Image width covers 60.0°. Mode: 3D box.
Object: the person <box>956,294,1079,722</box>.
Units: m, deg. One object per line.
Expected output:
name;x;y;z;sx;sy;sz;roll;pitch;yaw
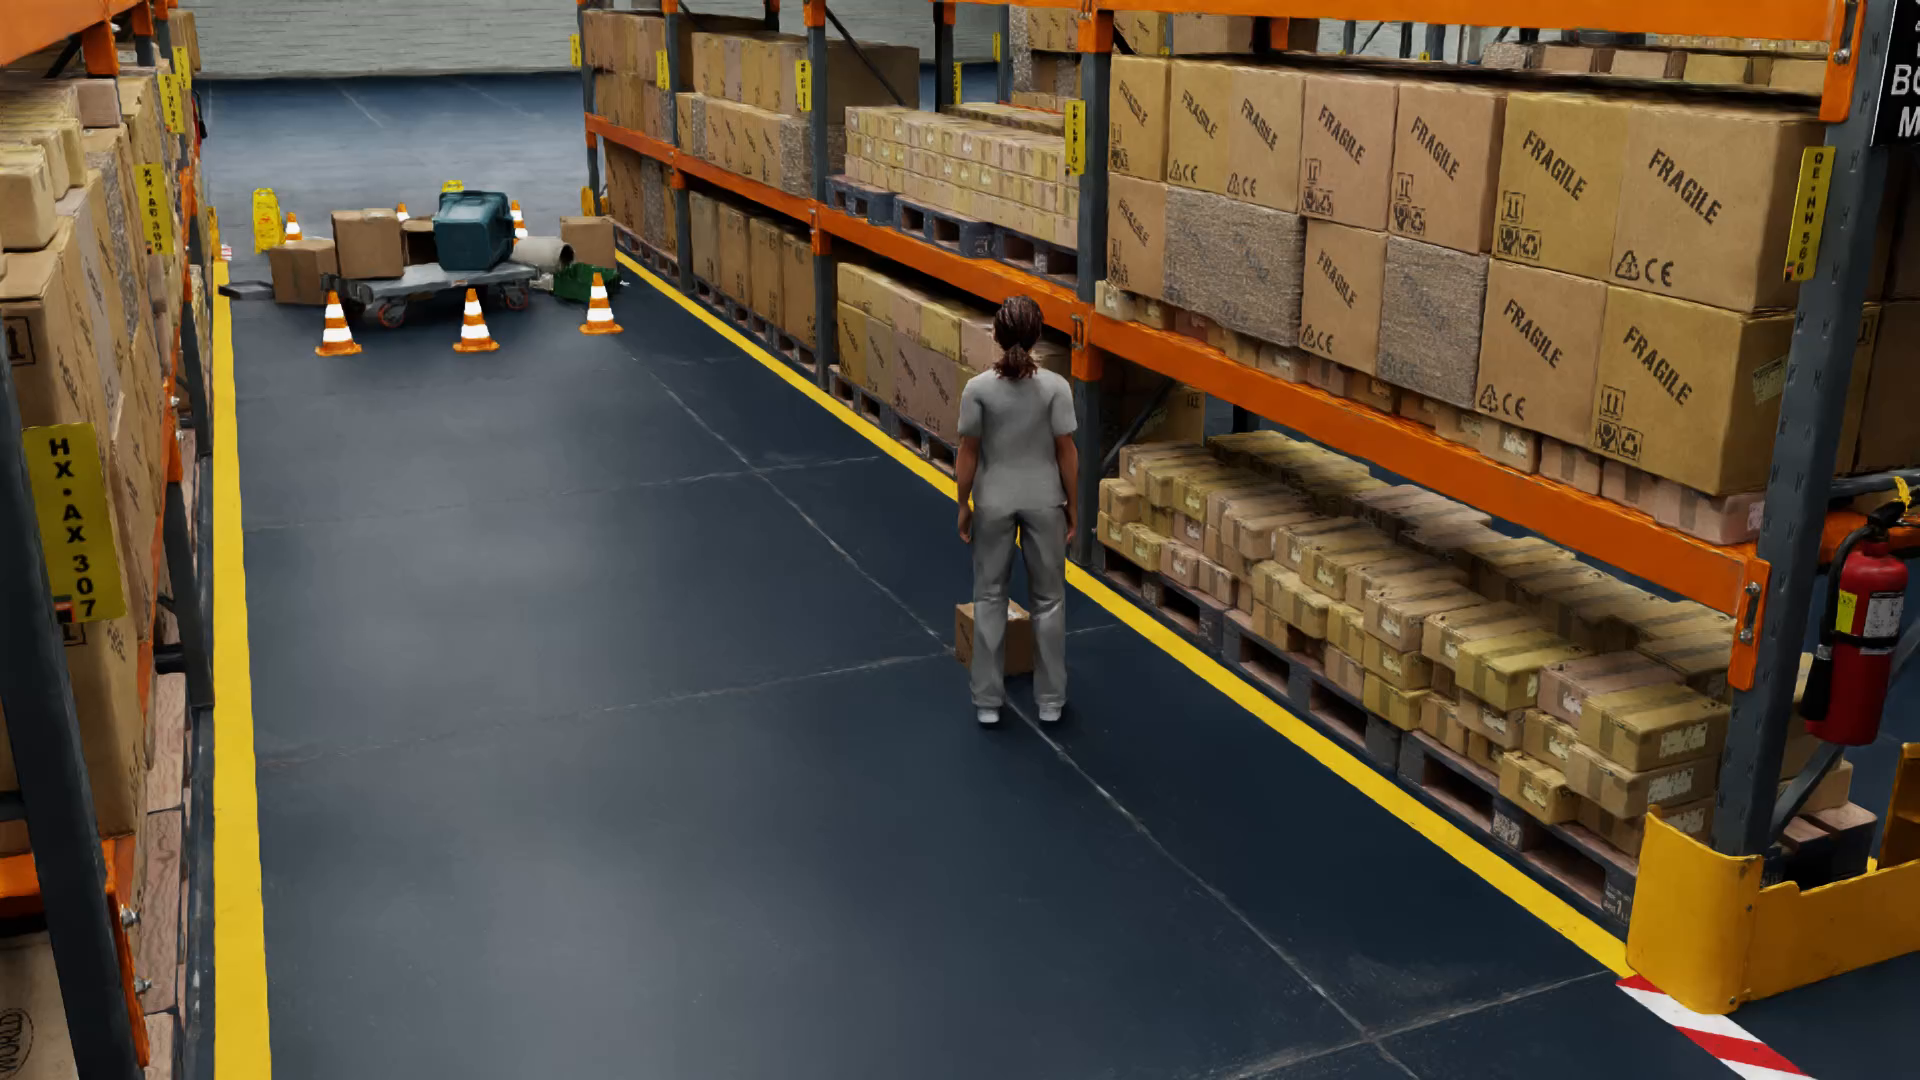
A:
person;0.218;-0.111;6.349;0.465;1.670;0.397;1;19;3
